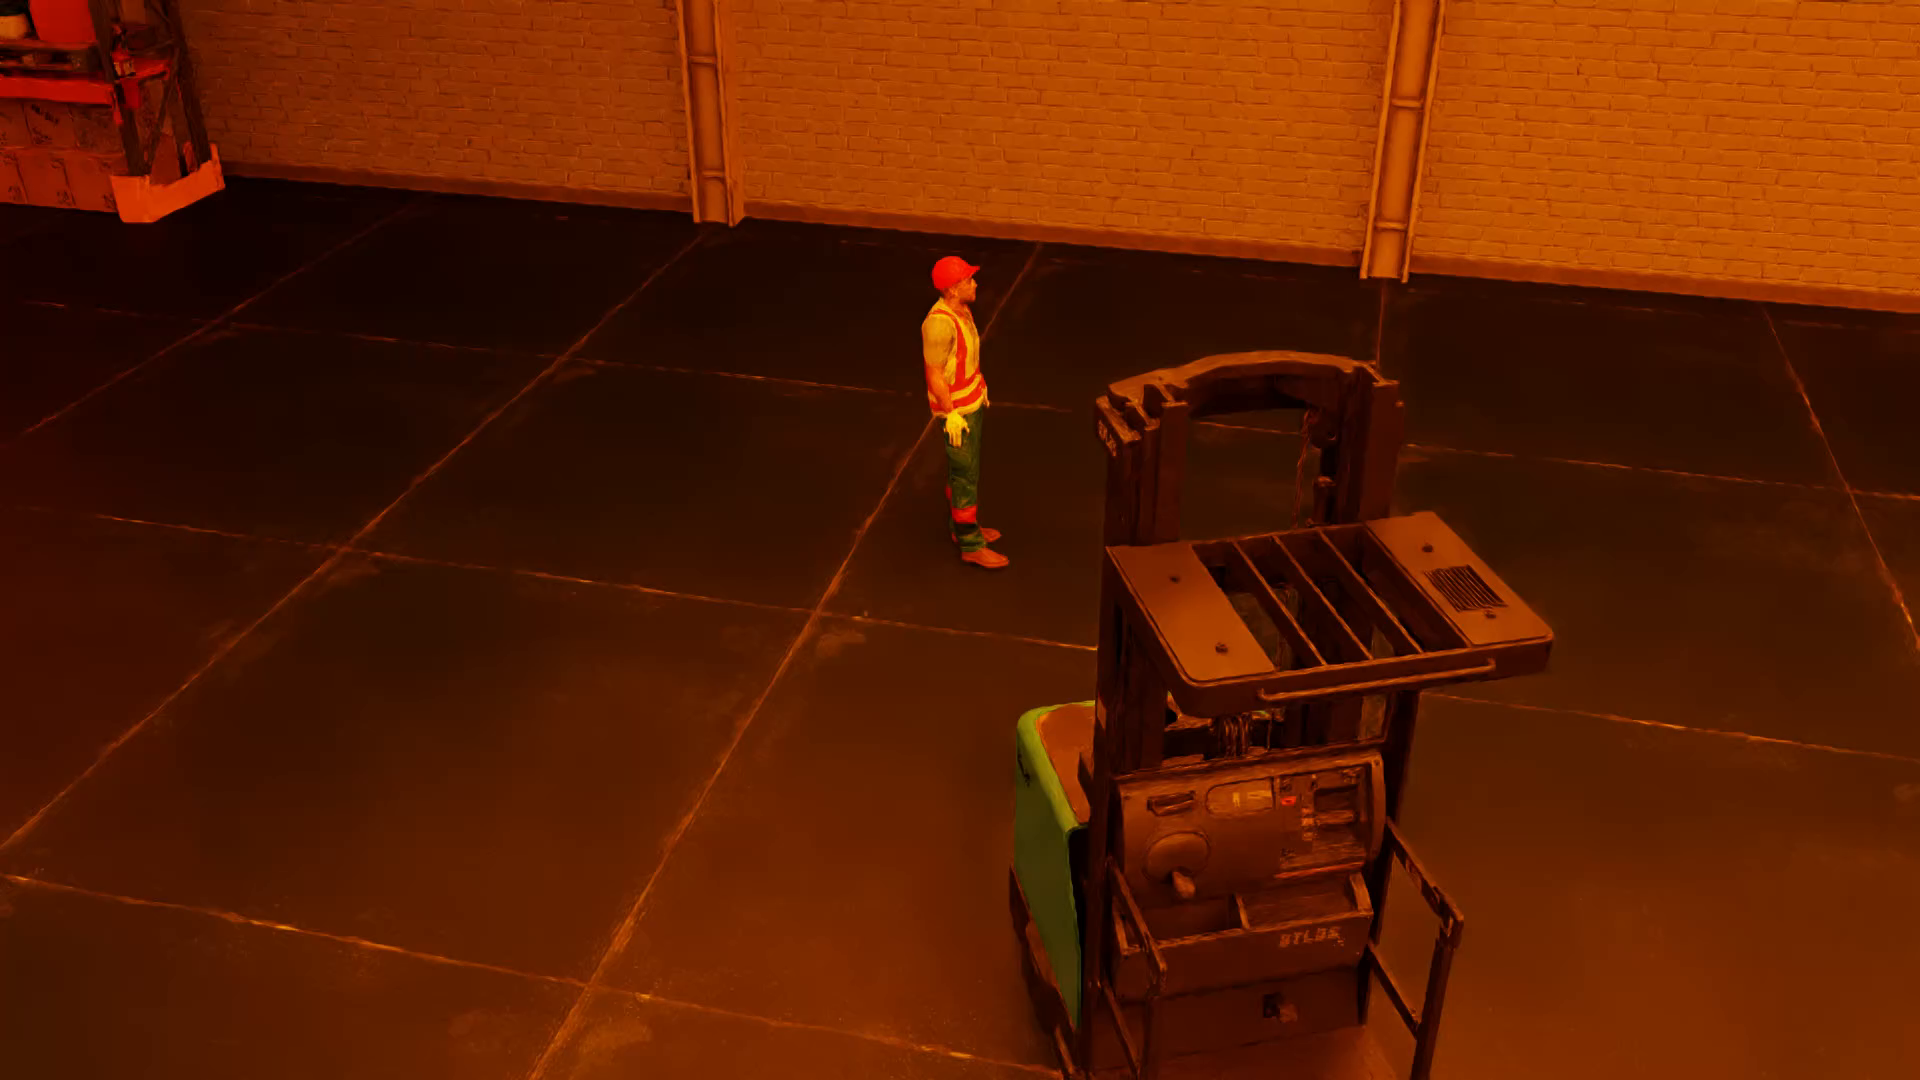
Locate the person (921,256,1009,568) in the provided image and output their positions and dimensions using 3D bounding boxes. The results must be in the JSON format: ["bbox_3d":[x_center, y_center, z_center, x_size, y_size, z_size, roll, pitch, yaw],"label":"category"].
[{"bbox_3d":[0.075,-0.769,9.673,0.563,1.787,0.638,7,30,12],"label":"person"}]

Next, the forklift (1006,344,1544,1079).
[{"bbox_3d":[1.024,0.978,5.443,1.130,2.935,3.031,-6,30,-11],"label":"forklift"}]
